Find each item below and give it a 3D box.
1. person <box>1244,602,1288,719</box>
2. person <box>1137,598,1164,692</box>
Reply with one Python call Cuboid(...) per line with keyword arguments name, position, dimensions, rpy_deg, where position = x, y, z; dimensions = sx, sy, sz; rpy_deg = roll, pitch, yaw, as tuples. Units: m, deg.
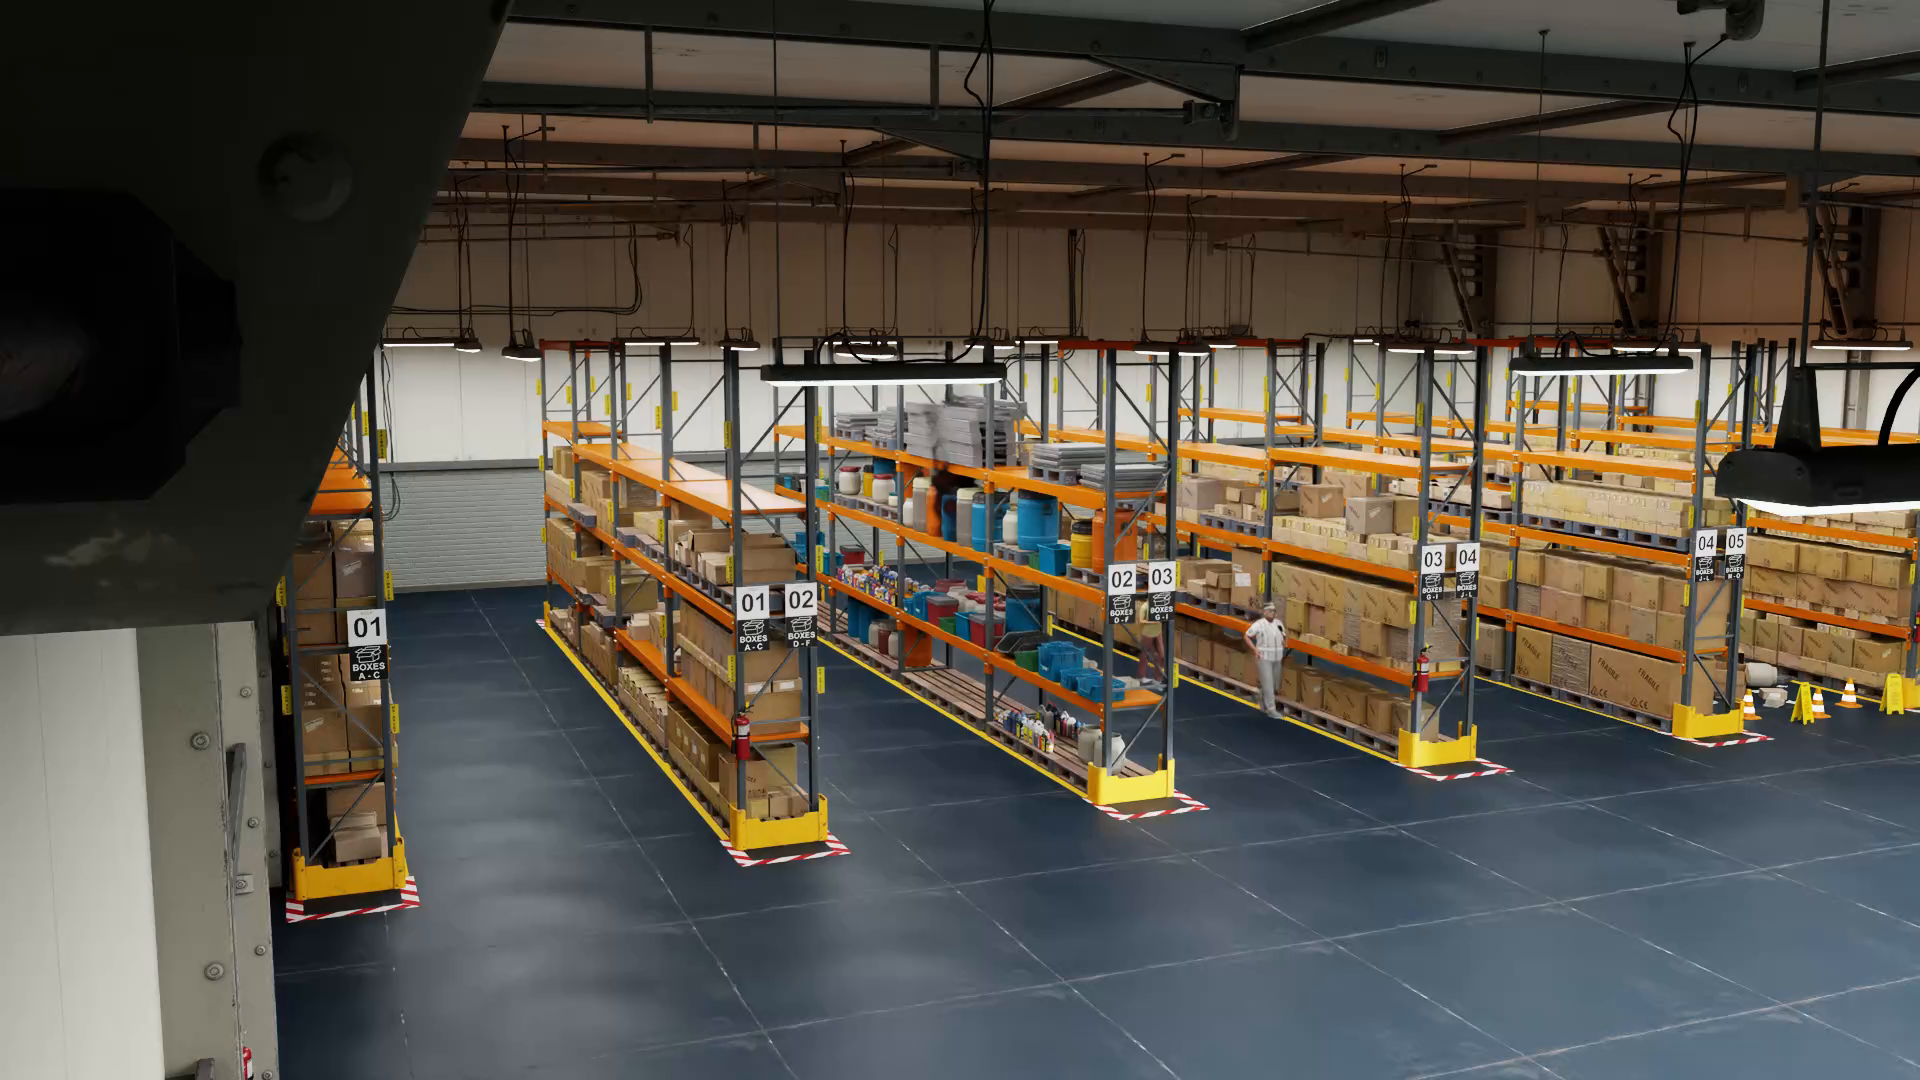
Cuboid(name="person", position=(4.786, 1.847, 25.695), dimensions=(0.676, 1.802, 0.825), rpy_deg=(-3, 8, -24))
Cuboid(name="person", position=(3.195, 1.643, 27.688), dimensions=(0.556, 1.763, 0.690), rpy_deg=(-5, 9, -31))
